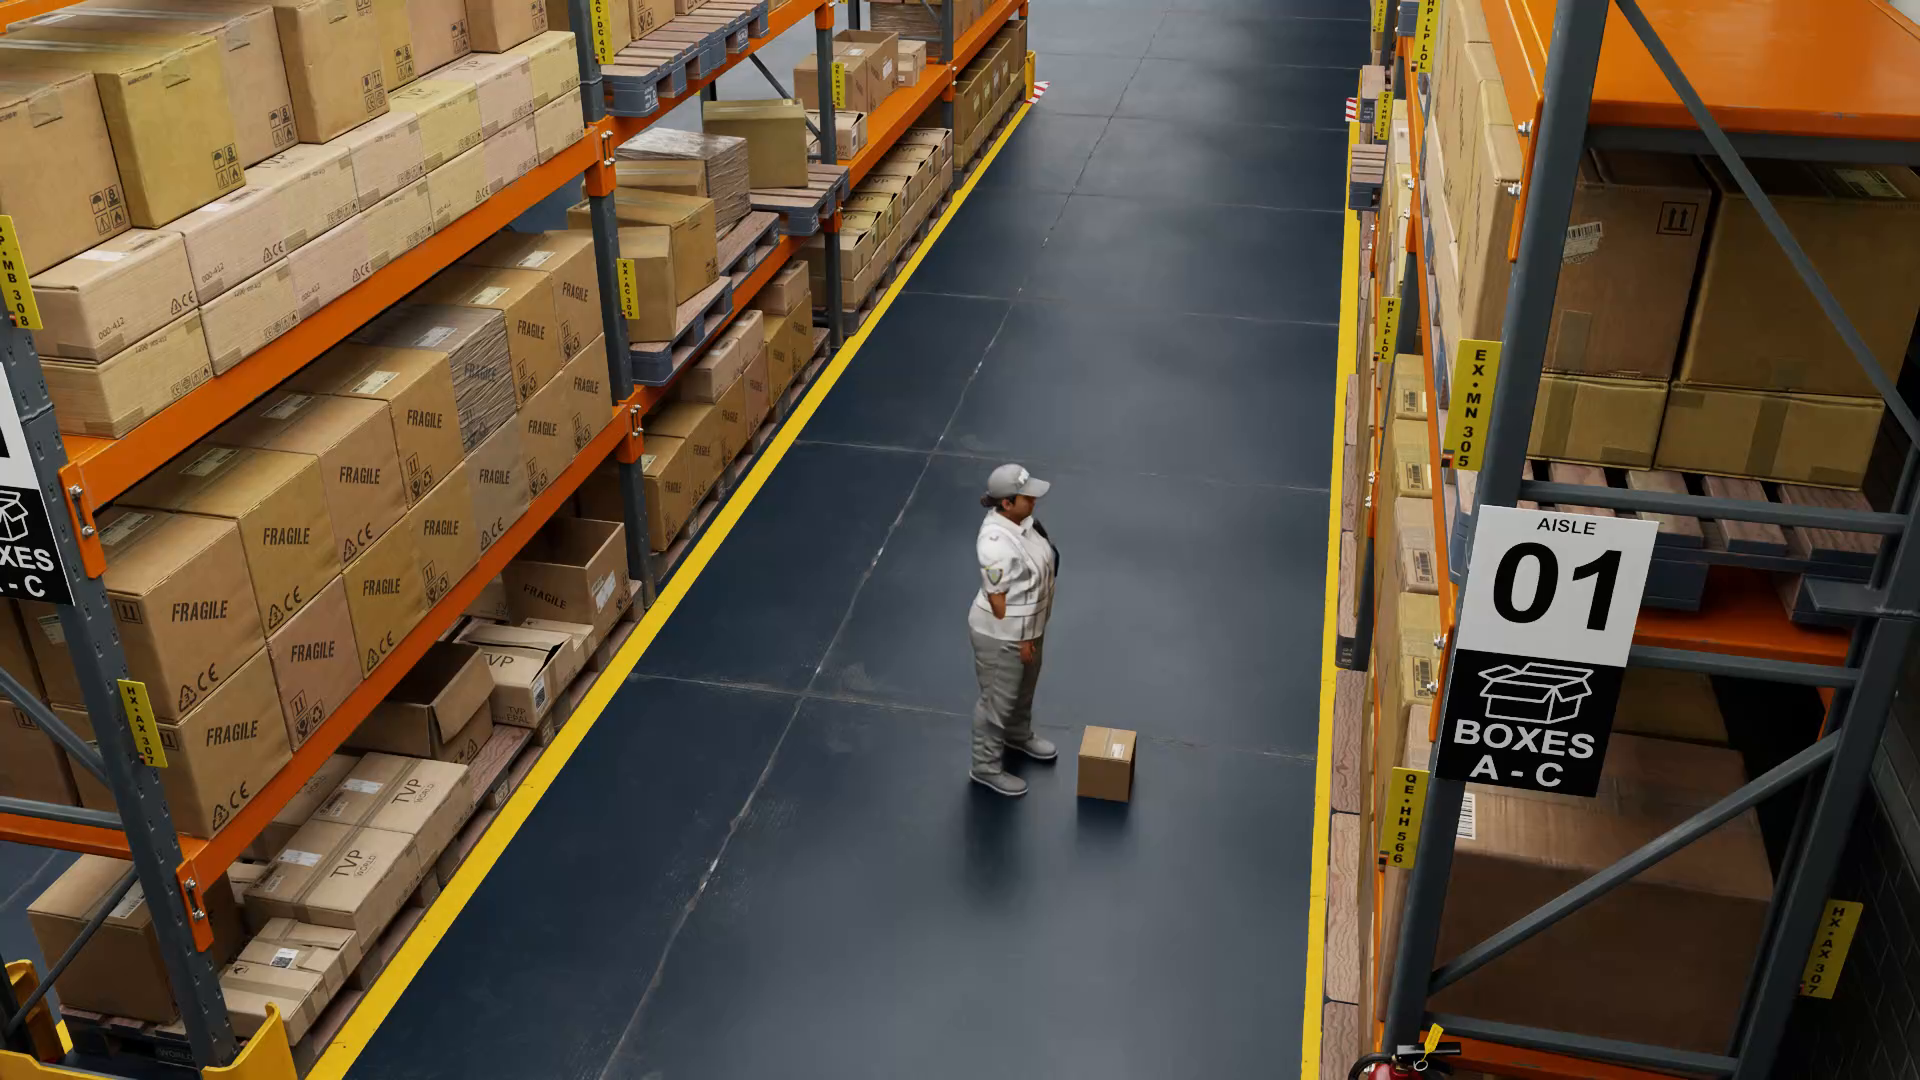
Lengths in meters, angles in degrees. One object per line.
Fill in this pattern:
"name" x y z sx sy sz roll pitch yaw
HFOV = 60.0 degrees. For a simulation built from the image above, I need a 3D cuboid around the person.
"person" 0.253 0.403 7.856 0.397 1.672 0.482 9 30 15
